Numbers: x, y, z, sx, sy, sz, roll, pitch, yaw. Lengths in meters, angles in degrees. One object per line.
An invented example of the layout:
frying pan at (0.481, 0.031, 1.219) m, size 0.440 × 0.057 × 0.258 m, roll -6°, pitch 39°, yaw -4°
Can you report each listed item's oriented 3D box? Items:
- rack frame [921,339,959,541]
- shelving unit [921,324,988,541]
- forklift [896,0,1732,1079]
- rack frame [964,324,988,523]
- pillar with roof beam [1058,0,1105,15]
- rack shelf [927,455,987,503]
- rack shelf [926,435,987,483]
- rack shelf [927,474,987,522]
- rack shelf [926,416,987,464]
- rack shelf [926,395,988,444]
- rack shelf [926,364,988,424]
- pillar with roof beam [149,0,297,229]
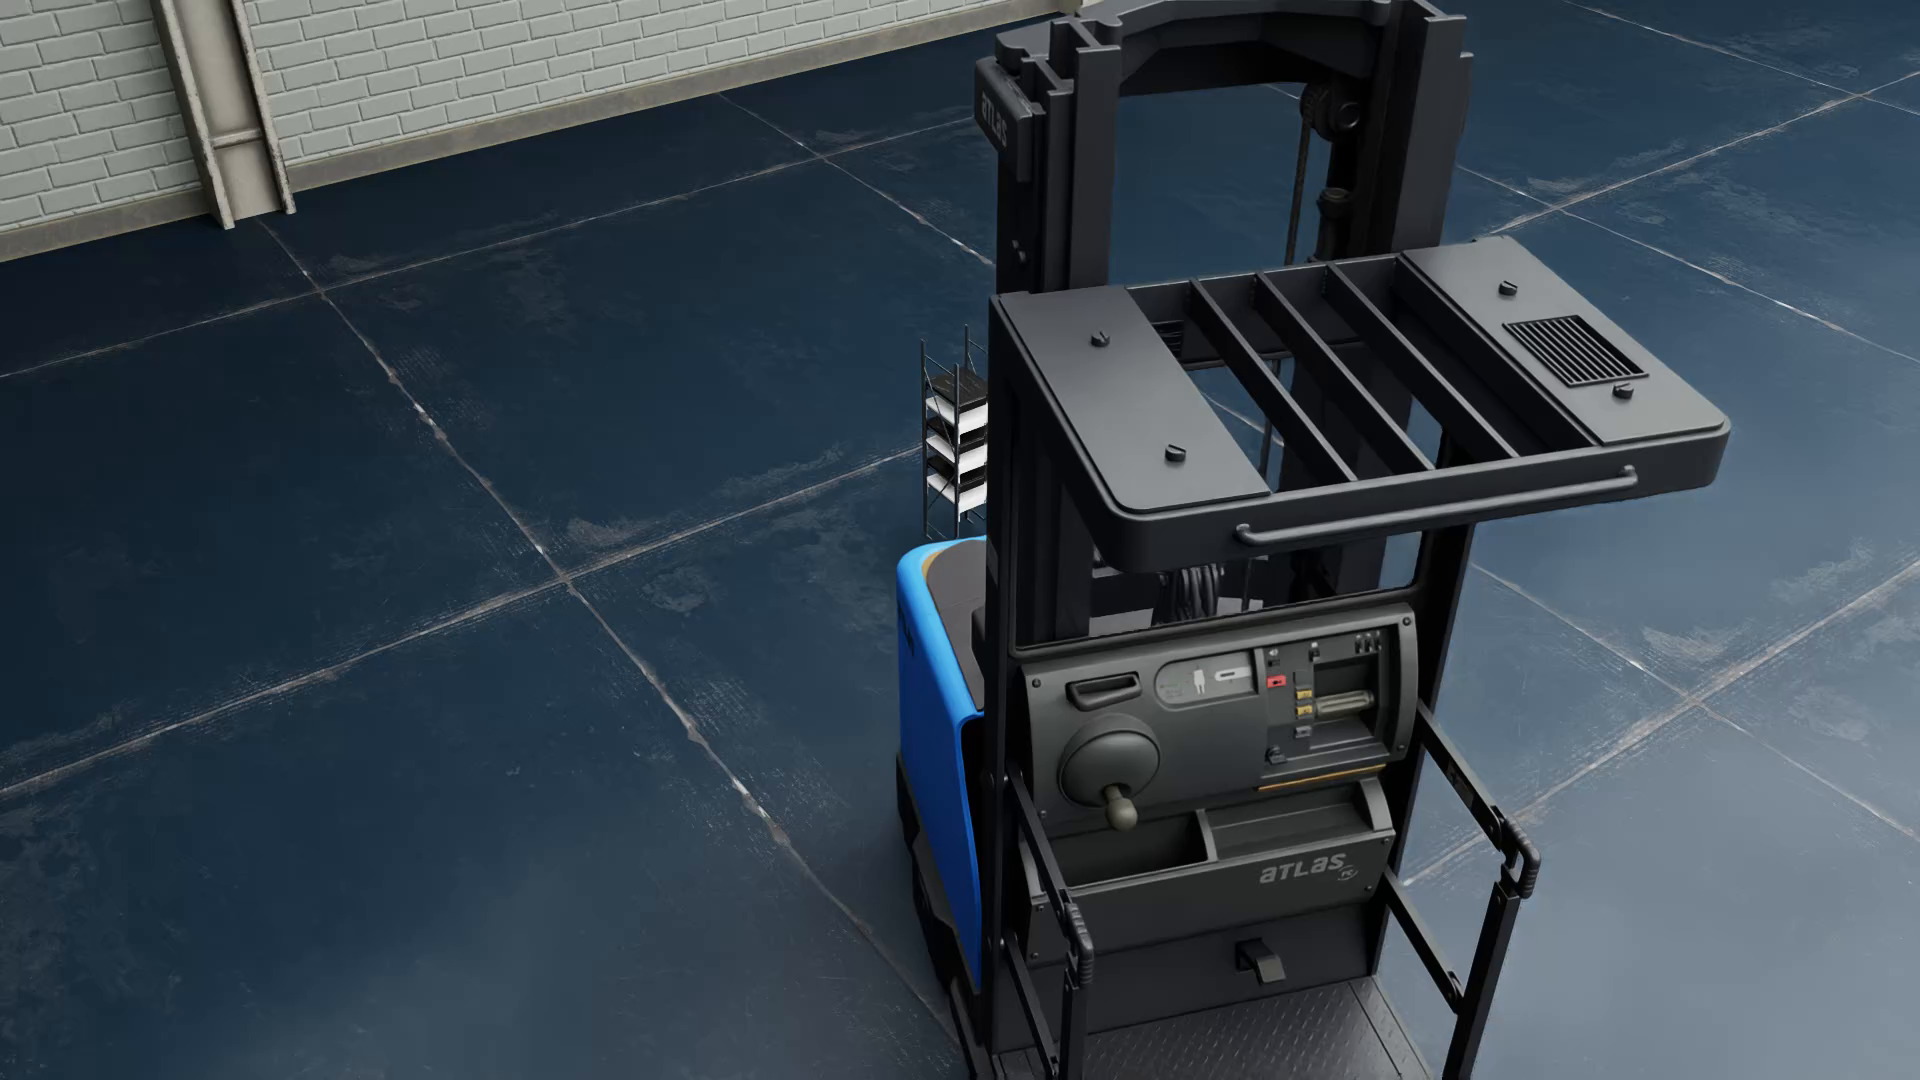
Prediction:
rack frame at (-0.076, -0.334, 6.443) m, size 0.006 × 0.900 × 0.240 m, roll -22°, pitch 41°, yaw -28°
shelving unit at (0.007, -0.368, 6.491) m, size 0.210 × 0.900 × 0.258 m, roll -22°, pitch 41°, yaw -28°
forklift at (0.654, 0.468, 3.589) m, size 1.130 × 2.935 × 3.031 m, roll -8°, pitch 37°, yaw -11°
rack frame at (0.090, -0.402, 6.539) m, size 0.006 × 0.900 × 0.240 m, roll -22°, pitch 41°, yaw -28°
pillar with roof beam at (3.425, -5.458, 6.631) m, size 0.400 × 9.000 × 9.100 m, roll -22°, pitch 41°, yaw -28°
rack shelf at (0.007, -0.268, 6.563) m, size 0.200 × 0.077 × 0.258 m, roll -22°, pitch 41°, yaw -28°
rack shelf at (0.007, -0.341, 6.511) m, size 0.200 × 0.077 × 0.258 m, roll -22°, pitch 41°, yaw -28°
rack shelf at (0.007, -0.195, 6.616) m, size 0.200 × 0.077 × 0.258 m, roll -22°, pitch 41°, yaw -28°
rack shelf at (0.007, -0.414, 6.458) m, size 0.200 × 0.077 × 0.258 m, roll -22°, pitch 41°, yaw -28°
rack shelf at (0.007, -0.487, 6.405) m, size 0.200 × 0.077 × 0.258 m, roll -22°, pitch 41°, yaw -28°
rack shelf at (0.007, -0.560, 6.353) m, size 0.200 × 0.077 × 0.258 m, roll -22°, pitch 41°, yaw -28°
pillar with roof beam at (-1.479, -3.439, 3.825) m, size 0.400 × 9.000 × 9.100 m, roll -22°, pitch 41°, yaw -28°
